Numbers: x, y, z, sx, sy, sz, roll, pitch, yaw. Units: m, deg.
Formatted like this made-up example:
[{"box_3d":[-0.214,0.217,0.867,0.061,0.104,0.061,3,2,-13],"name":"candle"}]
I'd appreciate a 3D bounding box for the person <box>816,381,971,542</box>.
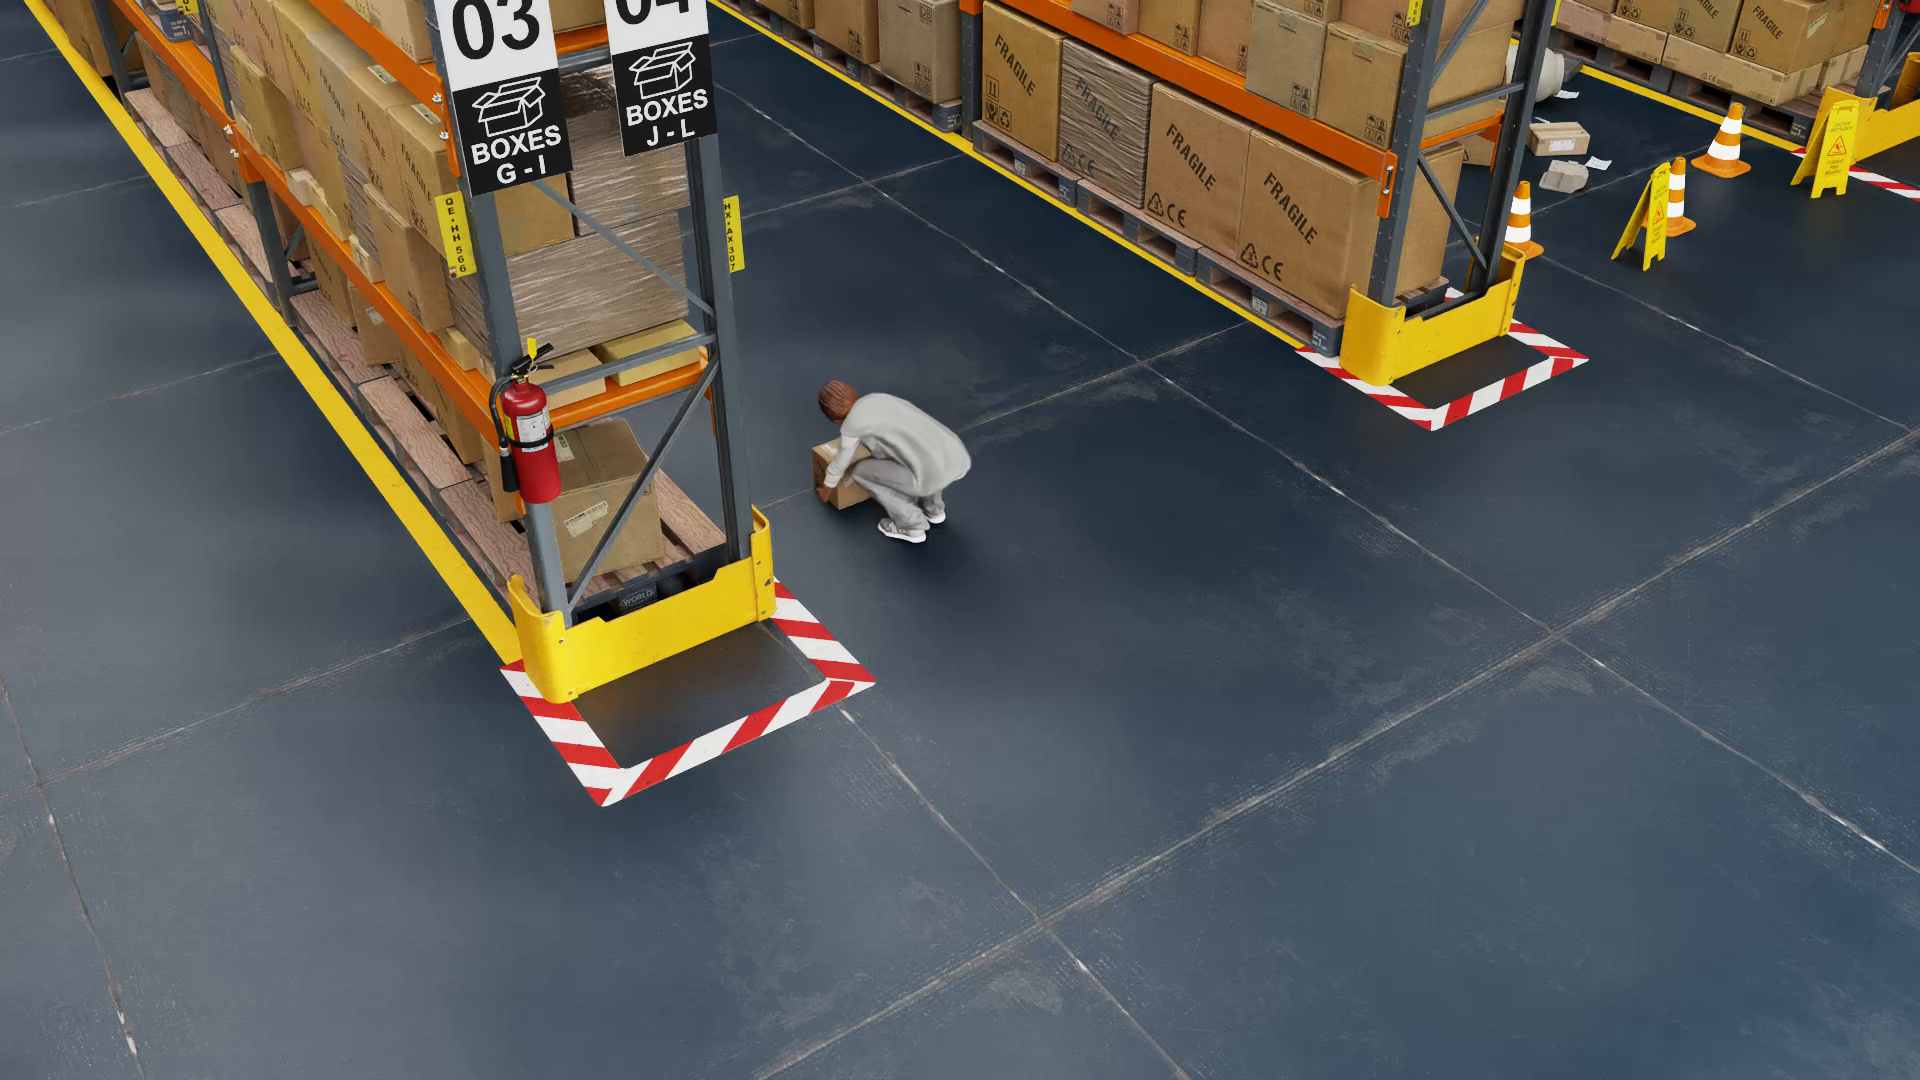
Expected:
[{"box_3d":[-0.349,-0.385,8.319,0.870,0.736,0.424,25,43,29],"name":"person"}]
